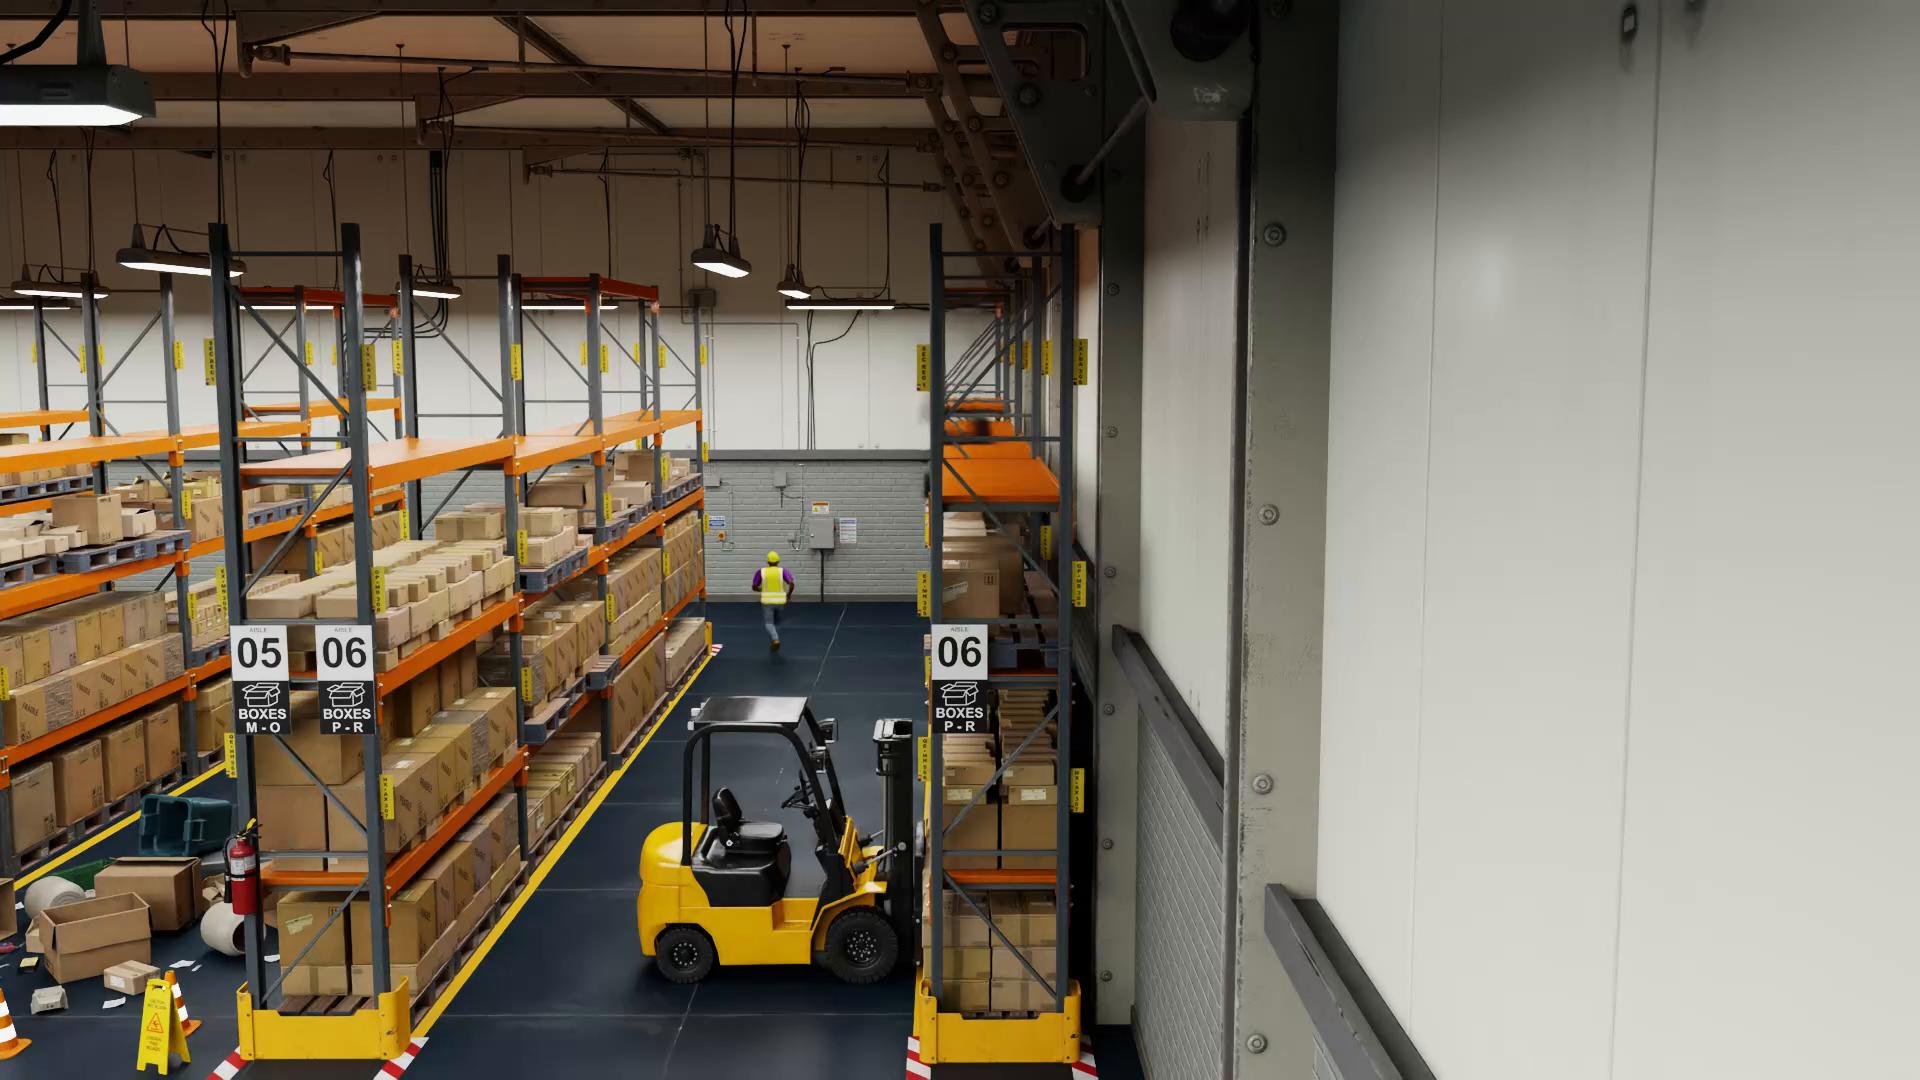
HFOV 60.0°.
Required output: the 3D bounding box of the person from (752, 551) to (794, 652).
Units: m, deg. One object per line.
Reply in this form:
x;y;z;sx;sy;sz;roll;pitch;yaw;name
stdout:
-3.117;1.084;27.632;0.664;1.790;1.128;-2;7;-16;person
